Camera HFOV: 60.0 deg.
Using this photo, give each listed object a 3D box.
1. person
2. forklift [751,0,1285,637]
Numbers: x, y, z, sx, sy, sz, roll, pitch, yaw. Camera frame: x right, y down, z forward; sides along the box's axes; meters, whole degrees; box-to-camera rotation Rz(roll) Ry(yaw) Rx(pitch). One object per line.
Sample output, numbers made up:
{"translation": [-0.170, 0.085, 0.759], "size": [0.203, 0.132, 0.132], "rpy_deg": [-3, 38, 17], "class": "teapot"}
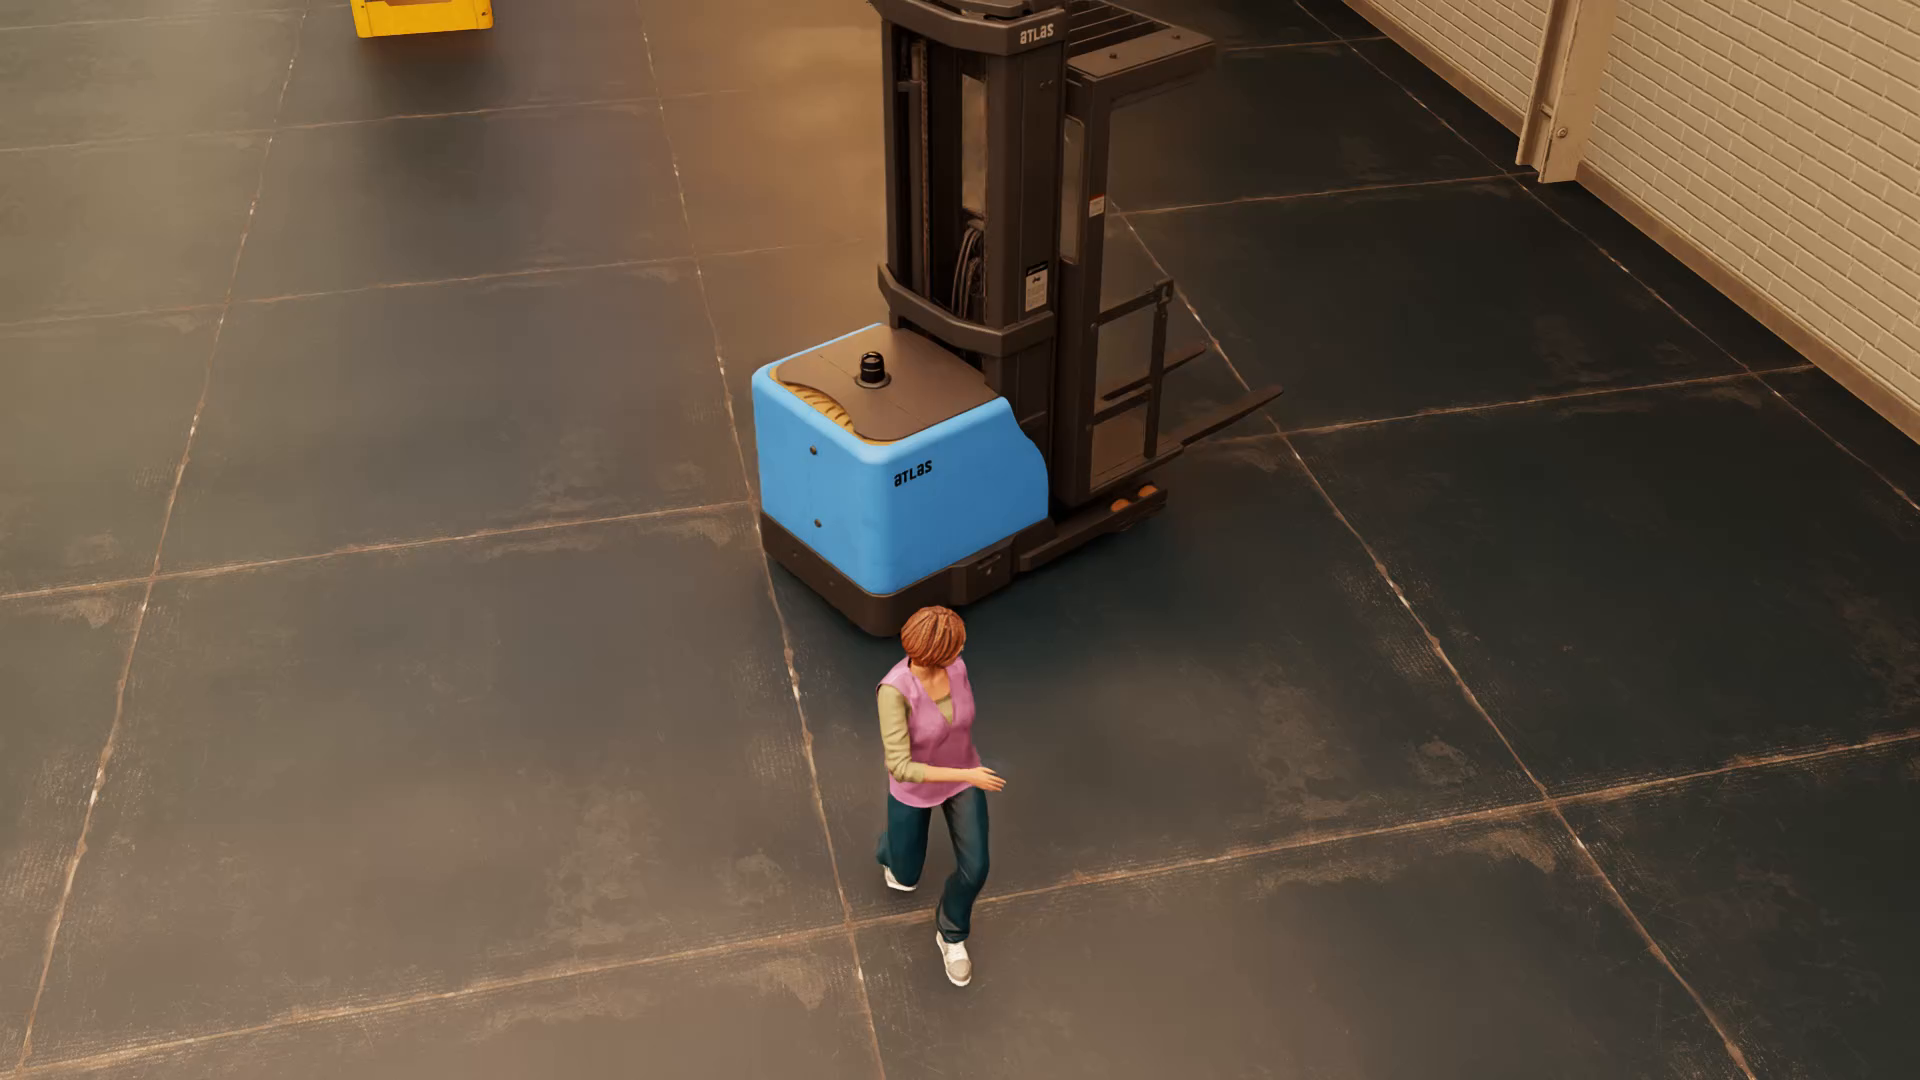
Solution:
{"translation": [-0.088, 0.866, 6.078], "size": [0.465, 1.519, 0.719], "rpy_deg": [-13, 38, -18], "class": "person"}
{"translation": [0.455, -1.450, 8.065], "size": [3.031, 2.935, 1.130], "rpy_deg": [-26, 43, -31], "class": "forklift"}
